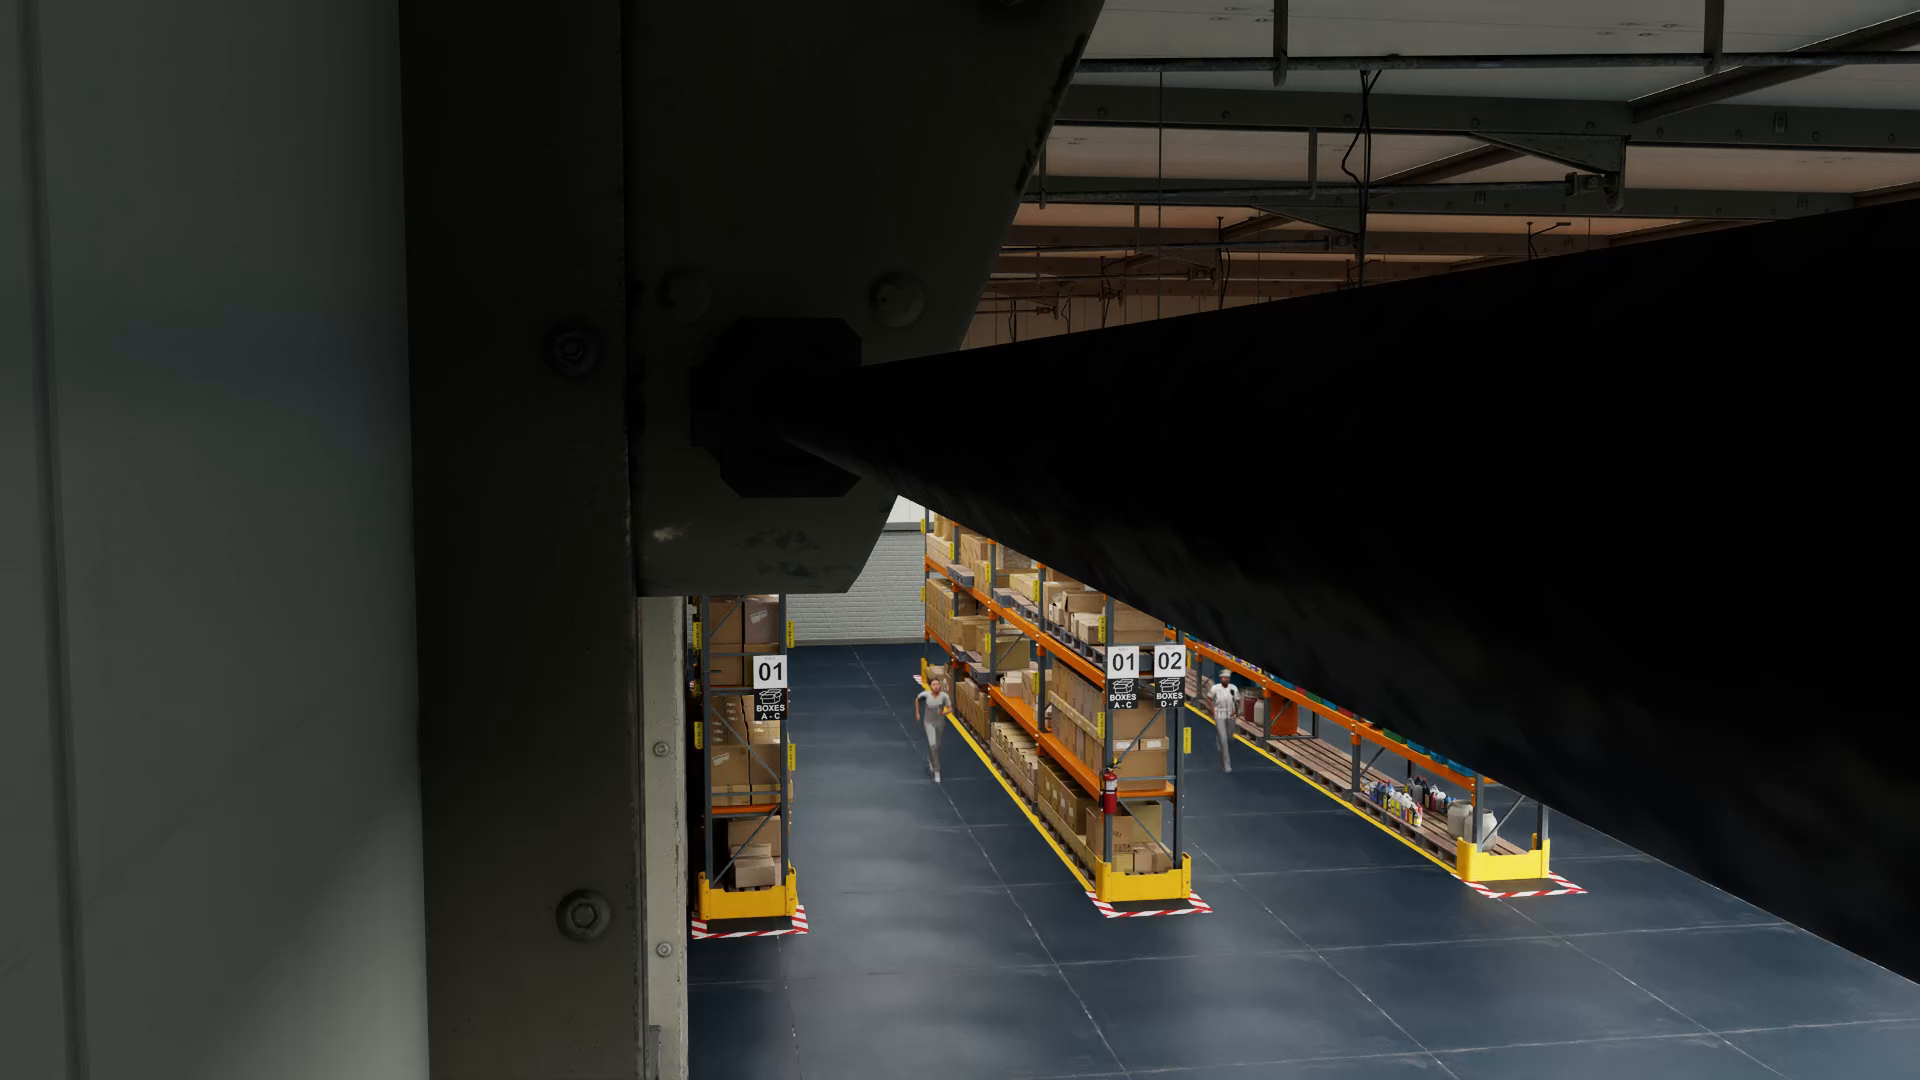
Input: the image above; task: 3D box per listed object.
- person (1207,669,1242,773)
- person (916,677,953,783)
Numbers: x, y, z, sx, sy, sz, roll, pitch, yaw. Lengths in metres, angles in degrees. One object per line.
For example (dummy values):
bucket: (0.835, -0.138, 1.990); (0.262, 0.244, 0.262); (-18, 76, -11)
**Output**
person: (4.508, 3.027, 28.278); (0.547, 1.698, 1.048); (-1, 5, -9)
person: (-0.426, 3.087, 27.471); (0.587, 1.698, 0.945); (-1, 5, -7)
